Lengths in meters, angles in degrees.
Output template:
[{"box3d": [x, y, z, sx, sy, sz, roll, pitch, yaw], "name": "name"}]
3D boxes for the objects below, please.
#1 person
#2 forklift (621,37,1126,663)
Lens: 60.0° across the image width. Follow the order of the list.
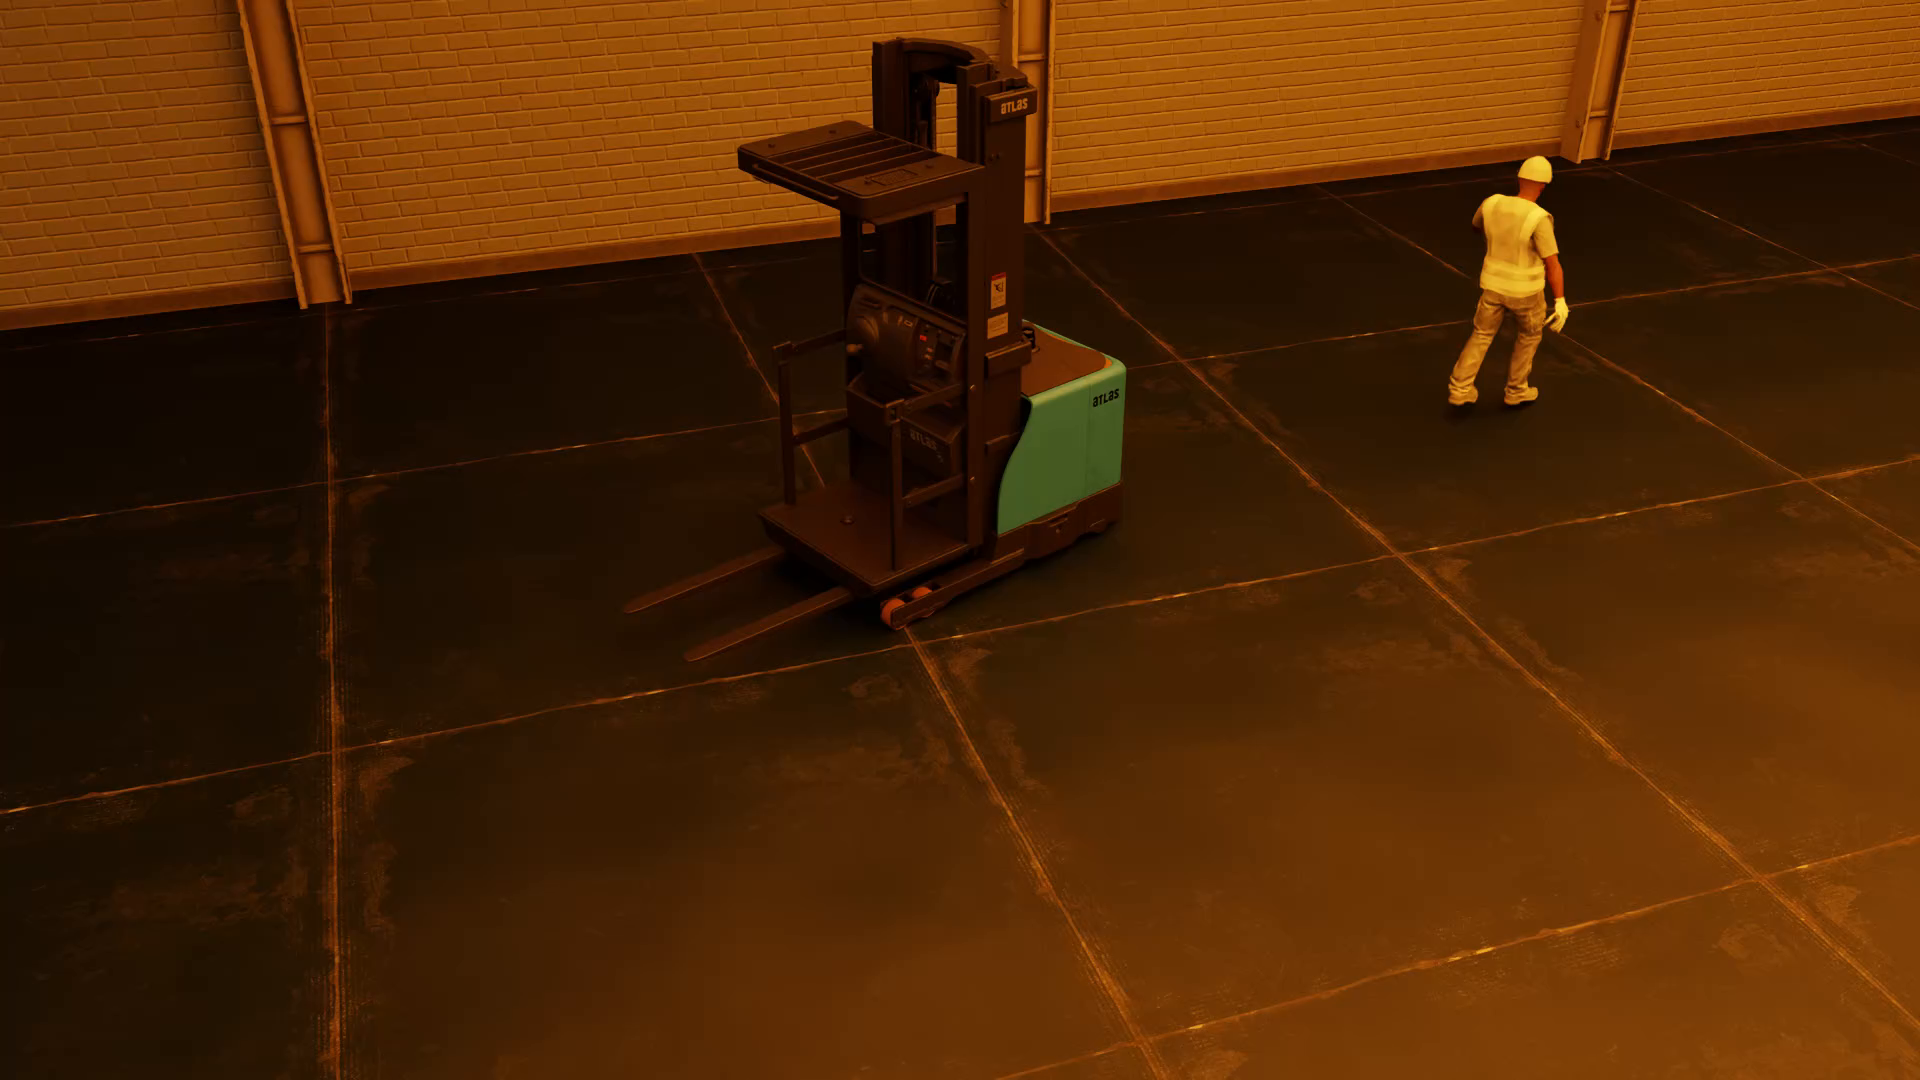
[{"box3d": [3.742, -1.710, 11.155, 0.759, 1.748, 0.991, -22, 37, -33], "name": "person"}, {"box3d": [-0.461, -1.072, 8.951, 3.031, 2.935, 1.130, -23, 37, -34], "name": "forklift"}]
